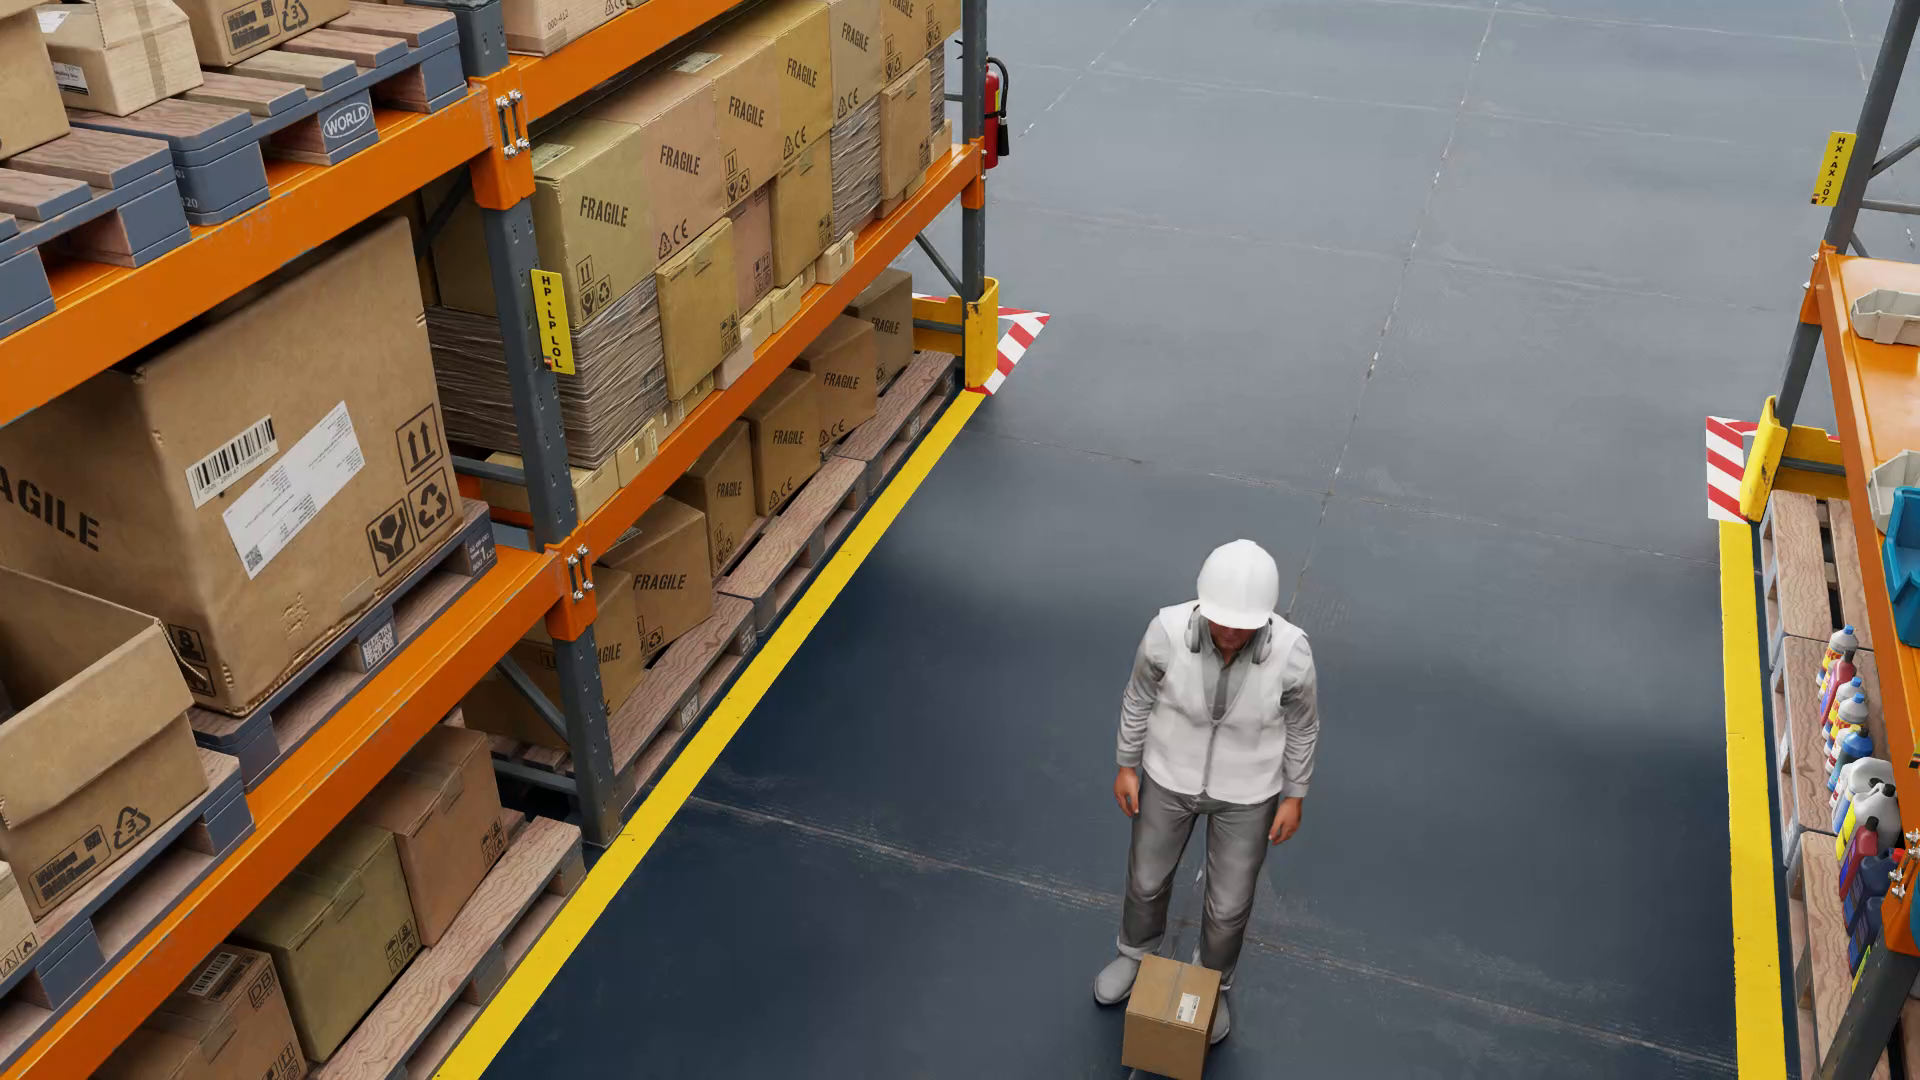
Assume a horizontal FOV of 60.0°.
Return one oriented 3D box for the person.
[{"bbox_3d":[0.750,0.729,4.996,0.590,1.770,0.476,9,34,14],"label":"person"}]
